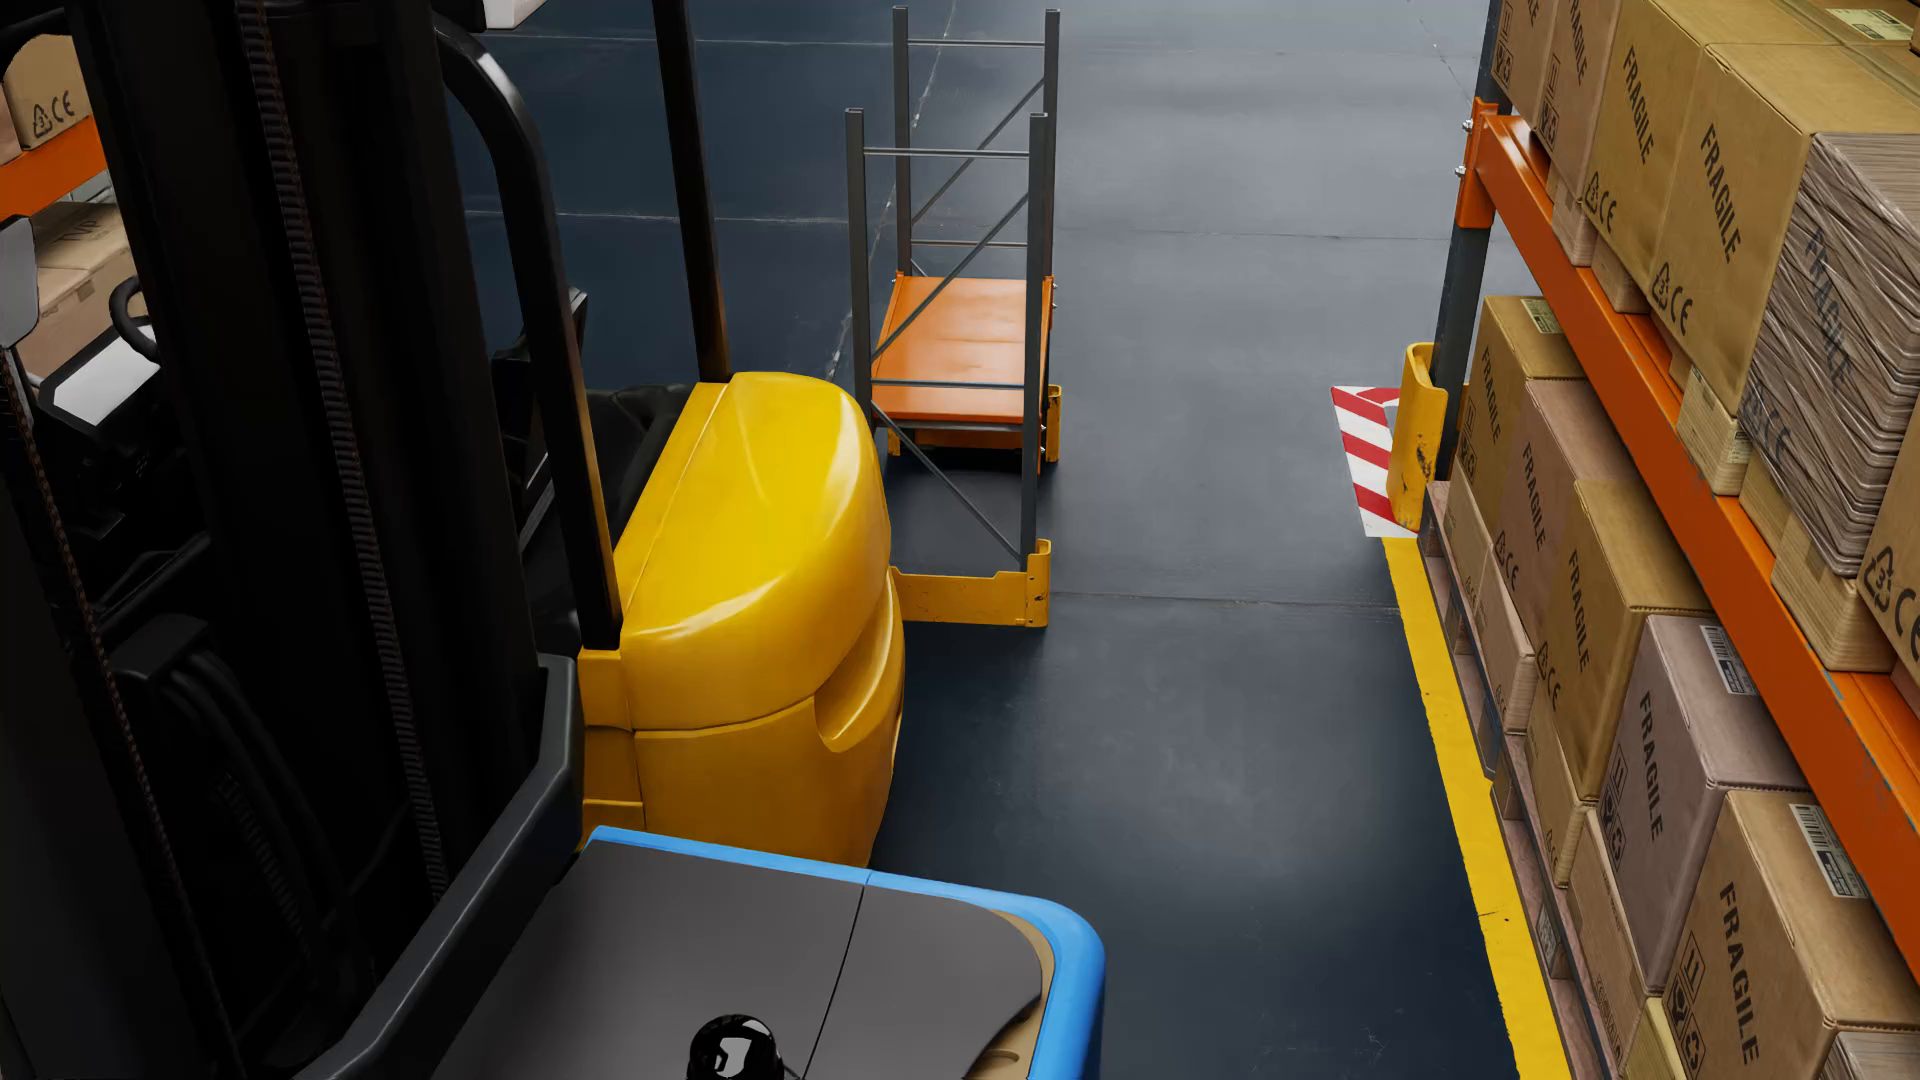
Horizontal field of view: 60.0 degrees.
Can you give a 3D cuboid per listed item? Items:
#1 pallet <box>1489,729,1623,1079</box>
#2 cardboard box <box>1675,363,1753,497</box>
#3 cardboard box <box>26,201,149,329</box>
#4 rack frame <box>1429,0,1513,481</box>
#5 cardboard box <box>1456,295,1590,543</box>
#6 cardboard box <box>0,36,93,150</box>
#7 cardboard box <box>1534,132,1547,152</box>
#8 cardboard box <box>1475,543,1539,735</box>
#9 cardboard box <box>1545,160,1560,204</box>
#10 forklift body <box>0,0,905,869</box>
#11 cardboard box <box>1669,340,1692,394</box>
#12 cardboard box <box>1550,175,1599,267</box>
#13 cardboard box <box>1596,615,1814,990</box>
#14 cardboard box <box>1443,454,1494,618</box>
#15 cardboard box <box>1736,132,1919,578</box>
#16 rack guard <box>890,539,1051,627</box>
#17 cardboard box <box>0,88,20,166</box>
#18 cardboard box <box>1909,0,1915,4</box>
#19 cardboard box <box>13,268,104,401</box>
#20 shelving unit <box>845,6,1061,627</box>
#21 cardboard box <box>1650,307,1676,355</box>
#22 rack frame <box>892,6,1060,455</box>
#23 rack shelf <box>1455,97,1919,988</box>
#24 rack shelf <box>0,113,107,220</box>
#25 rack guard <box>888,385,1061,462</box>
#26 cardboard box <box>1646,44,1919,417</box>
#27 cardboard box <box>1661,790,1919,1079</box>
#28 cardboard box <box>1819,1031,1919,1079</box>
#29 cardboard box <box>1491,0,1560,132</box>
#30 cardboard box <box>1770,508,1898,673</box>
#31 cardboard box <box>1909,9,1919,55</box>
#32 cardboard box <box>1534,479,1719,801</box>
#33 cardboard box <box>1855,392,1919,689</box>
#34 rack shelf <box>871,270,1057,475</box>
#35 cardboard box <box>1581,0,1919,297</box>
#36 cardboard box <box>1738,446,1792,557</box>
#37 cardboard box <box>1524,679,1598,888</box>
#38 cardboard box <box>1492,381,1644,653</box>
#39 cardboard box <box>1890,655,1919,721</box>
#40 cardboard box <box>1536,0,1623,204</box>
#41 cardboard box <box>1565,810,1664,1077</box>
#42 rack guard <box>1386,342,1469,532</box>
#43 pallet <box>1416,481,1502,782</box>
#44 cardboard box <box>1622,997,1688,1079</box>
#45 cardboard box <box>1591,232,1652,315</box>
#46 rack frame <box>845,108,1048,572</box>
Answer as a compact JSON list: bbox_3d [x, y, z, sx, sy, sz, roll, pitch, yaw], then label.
[{"bbox_3d":[1.789,0.875,3.629,1.003,0.211,1.213,2,32,4],"label":"pallet"},{"bbox_3d":[1.510,-0.194,2.945,0.380,0.149,0.250,3,32,4],"label":"cardboard box"},{"bbox_3d":[-2.676,-0.801,4.958,0.500,0.250,0.500,3,32,6],"label":"cardboard box"},{"bbox_3d":[1.998,-1.411,4.681,1.000,3.000,0.127,2,32,4],"label":"rack frame"},{"bbox_3d":[1.656,-0.316,4.410,0.500,0.500,0.500,1,32,2],"label":"cardboard box"},{"bbox_3d":[-2.727,-1.395,4.560,0.500,0.500,0.500,2,32,3],"label":"cardboard box"},{"bbox_3d":[1.764,-1.136,4.473,0.380,0.149,0.250,3,32,4],"label":"cardboard box"},{"bbox_3d":[1.608,0.257,4.194,0.500,0.250,0.500,4,32,6],"label":"cardboard box"},{"bbox_3d":[1.656,-0.868,4.038,0.380,0.149,0.250,1,32,2],"label":"cardboard box"},{"bbox_3d":[-1.285,-0.191,3.509,2.313,2.155,1.214,2,32,4],"label":"forklift body"},{"bbox_3d":[1.589,-0.323,3.154,0.380,0.149,0.250,2,32,3],"label":"cardboard box"},{"bbox_3d":[1.589,-0.737,3.826,0.380,0.149,0.250,3,32,5],"label":"cardboard box"},{"bbox_3d":[1.534,0.499,3.087,0.500,0.500,0.500,4,32,7],"label":"cardboard box"},{"bbox_3d":[1.657,-0.009,4.627,0.500,0.250,0.500,2,32,4],"label":"cardboard box"},{"bbox_3d":[1.534,-0.273,2.455,0.500,0.500,0.500,3,32,5],"label":"cardboard box"},{"bbox_3d":[-0.034,0.114,4.827,0.587,0.250,0.087,2,32,4],"label":"rack guard"},{"bbox_3d":[-2.779,-1.124,4.120,0.500,0.500,0.500,3,32,6],"label":"cardboard box"},{"bbox_3d":[2.139,-0.762,3.248,0.500,0.500,0.500,2,32,4],"label":"cardboard box"},{"bbox_3d":[-2.711,-0.534,4.525,0.500,0.250,0.500,3,32,5],"label":"cardboard box"},{"bbox_3d":[0.006,-0.678,4.921,0.587,1.500,1.083,2,32,4],"label":"shelving unit"},{"bbox_3d":[1.640,-0.459,3.376,0.380,0.149,0.250,3,32,6],"label":"cardboard box"},{"bbox_3d":[0.048,-0.949,5.360,0.500,1.500,0.032,2,32,4],"label":"rack frame"},{"bbox_3d":[1.836,-0.059,3.173,1.077,0.370,4.000,2,32,4],"label":"rack shelf"},{"bbox_3d":[-3.112,-0.269,3.514,1.077,0.370,4.000,2,32,4],"label":"rack shelf"},{"bbox_3d":[0.047,-0.407,5.672,0.587,0.250,0.087,2,32,4],"label":"rack guard"},{"bbox_3d":[1.571,-0.541,2.890,0.500,0.500,0.500,2,32,3],"label":"cardboard box"},{"bbox_3d":[1.493,0.766,2.654,0.500,0.500,0.500,3,32,5],"label":"cardboard box"},{"bbox_3d":[1.453,1.032,2.222,0.500,0.500,0.500,2,32,3],"label":"cardboard box"},{"bbox_3d":[1.683,-1.345,4.194,0.500,0.500,0.500,2,32,3],"label":"cardboard box"},{"bbox_3d":[1.475,0.075,2.509,0.380,0.149,0.250,2,32,3],"label":"cardboard box"},{"bbox_3d":[2.008,-0.939,2.583,0.700,0.500,0.500,2,32,4],"label":"cardboard box"},{"bbox_3d":[1.569,0.219,3.541,0.500,0.500,0.500,3,32,5],"label":"cardboard box"},{"bbox_3d":[1.496,-0.001,2.014,0.500,0.500,0.500,3,32,6],"label":"cardboard box"},{"bbox_3d":[0.007,-0.530,5.023,0.538,0.185,1.000,2,32,4],"label":"rack shelf"},{"bbox_3d":[1.604,-0.807,3.322,0.500,0.500,0.500,2,32,3],"label":"cardboard box"},{"bbox_3d":[1.525,-0.058,2.724,0.380,0.149,0.250,2,32,3],"label":"cardboard box"},{"bbox_3d":[1.576,0.543,3.730,0.500,0.250,0.500,5,32,7],"label":"cardboard box"},{"bbox_3d":[1.618,-0.043,3.966,0.500,0.500,0.500,1,32,2],"label":"cardboard box"},{"bbox_3d":[1.542,0.213,2.285,0.380,0.149,0.250,2,32,3],"label":"cardboard box"},{"bbox_3d":[1.644,-1.074,3.754,0.500,0.500,0.500,3,32,5],"label":"cardboard box"},{"bbox_3d":[1.532,0.807,3.302,0.500,0.250,0.500,3,32,5],"label":"cardboard box"},{"bbox_3d":[1.992,-0.307,5.272,1.175,0.500,0.348,2,32,4],"label":"rack guard"},{"bbox_3d":[1.891,0.239,4.661,1.003,0.211,1.213,2,32,4],"label":"pallet"},{"bbox_3d":[1.486,1.073,2.871,0.500,0.250,0.500,2,32,3],"label":"cardboard box"},{"bbox_3d":[1.602,-0.600,3.604,0.380,0.149,0.250,3,32,5],"label":"cardboard box"},{"bbox_3d":[-0.034,-0.417,4.498,0.500,1.500,0.032,2,32,4],"label":"rack frame"}]
